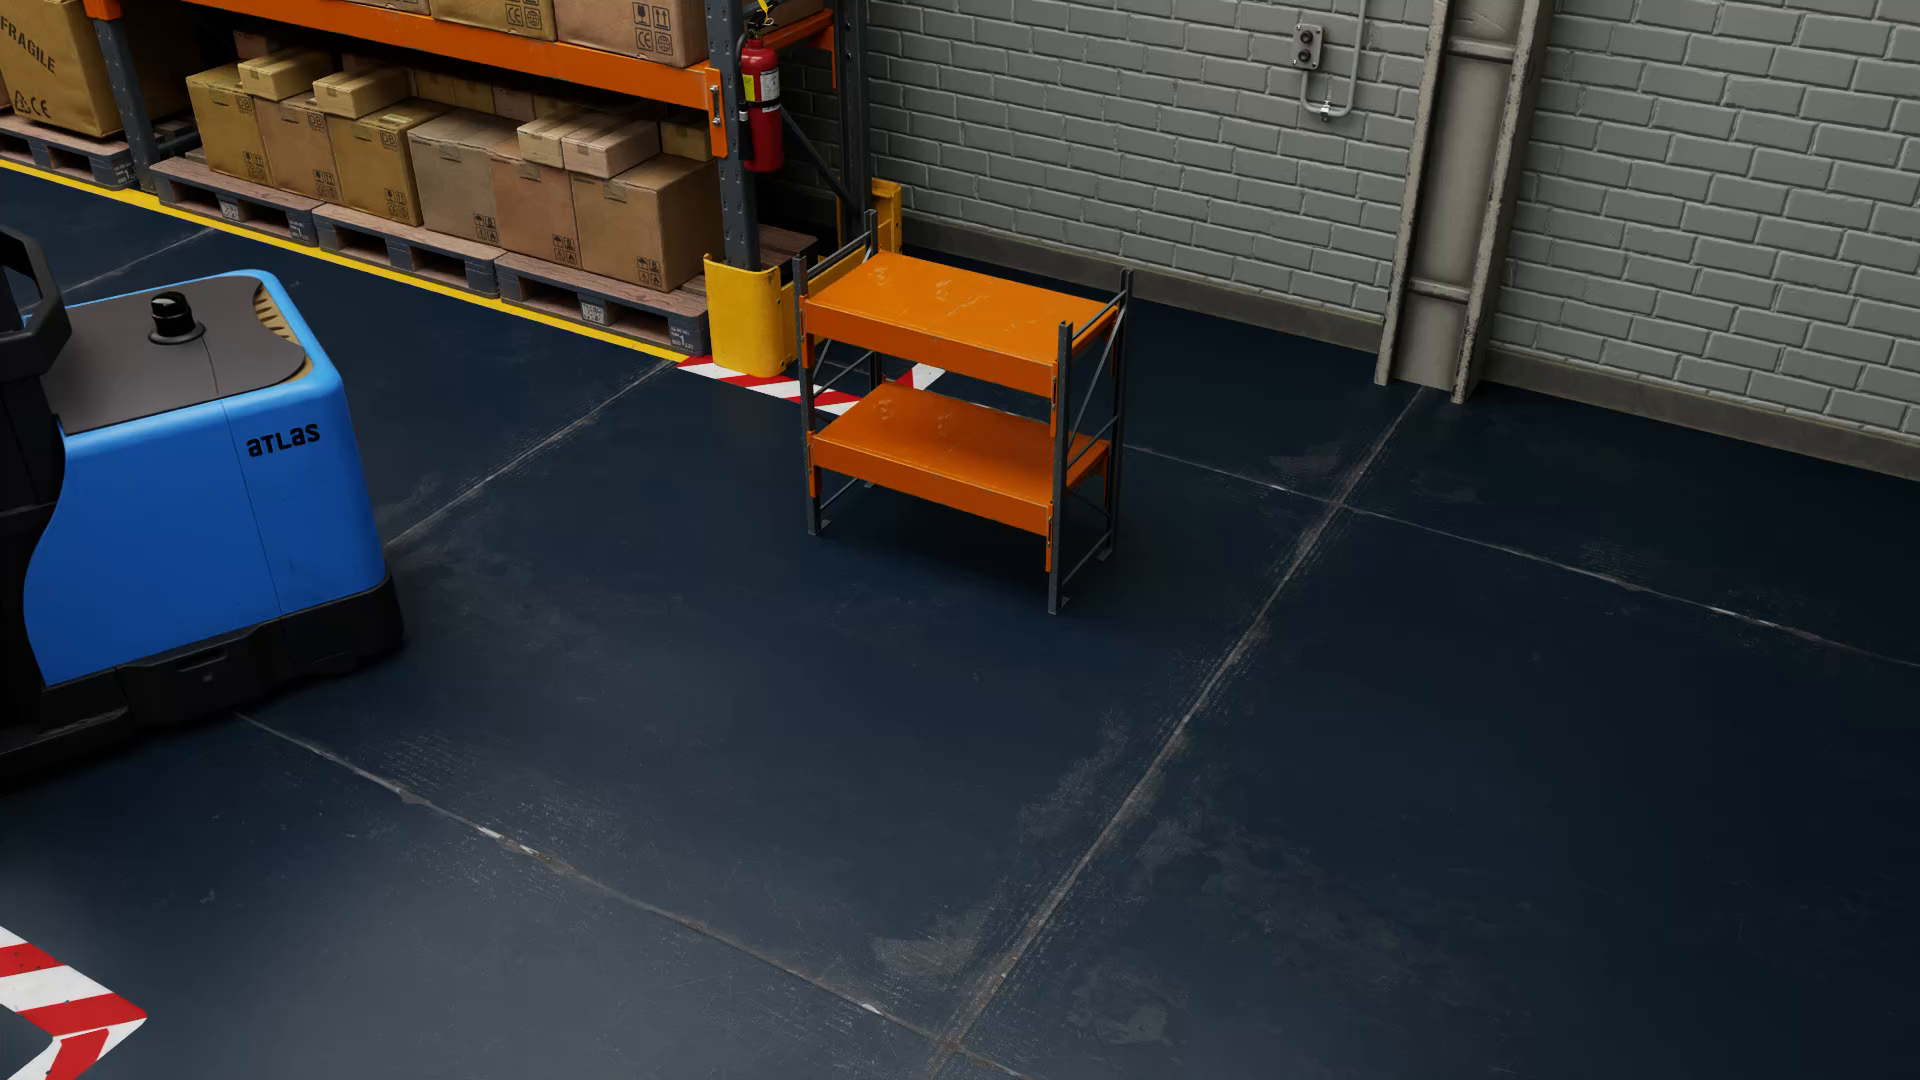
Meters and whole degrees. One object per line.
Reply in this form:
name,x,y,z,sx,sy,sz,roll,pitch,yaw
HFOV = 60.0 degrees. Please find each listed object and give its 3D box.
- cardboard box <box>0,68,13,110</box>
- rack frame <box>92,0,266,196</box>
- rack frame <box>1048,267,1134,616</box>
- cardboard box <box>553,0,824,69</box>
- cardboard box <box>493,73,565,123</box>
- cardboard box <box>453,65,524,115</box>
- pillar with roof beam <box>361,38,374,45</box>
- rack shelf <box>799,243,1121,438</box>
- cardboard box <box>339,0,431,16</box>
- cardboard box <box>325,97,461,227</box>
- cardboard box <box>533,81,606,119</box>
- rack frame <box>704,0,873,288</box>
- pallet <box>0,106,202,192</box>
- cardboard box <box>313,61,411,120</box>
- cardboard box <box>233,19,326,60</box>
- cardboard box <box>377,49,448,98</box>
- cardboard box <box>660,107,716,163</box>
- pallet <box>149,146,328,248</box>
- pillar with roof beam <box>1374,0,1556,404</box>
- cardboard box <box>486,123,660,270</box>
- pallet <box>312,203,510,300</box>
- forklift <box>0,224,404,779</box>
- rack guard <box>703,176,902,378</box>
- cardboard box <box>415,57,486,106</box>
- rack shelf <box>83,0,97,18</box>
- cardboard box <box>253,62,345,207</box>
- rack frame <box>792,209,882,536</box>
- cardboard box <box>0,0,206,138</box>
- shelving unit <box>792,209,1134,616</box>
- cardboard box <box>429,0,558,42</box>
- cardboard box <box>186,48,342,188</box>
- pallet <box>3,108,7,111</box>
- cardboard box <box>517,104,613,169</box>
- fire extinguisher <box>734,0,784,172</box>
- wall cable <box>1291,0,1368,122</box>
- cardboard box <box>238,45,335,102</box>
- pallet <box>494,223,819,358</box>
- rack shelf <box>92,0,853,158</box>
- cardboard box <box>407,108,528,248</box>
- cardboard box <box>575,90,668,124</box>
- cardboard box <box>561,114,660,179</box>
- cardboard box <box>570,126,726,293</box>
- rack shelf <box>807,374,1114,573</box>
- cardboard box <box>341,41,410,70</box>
cardboard box,-5.589,-3.022,9.643,0.750,0.750,0.750,19,38,26
rack frame,-4.187,-3.383,8.624,0.127,3.000,1.000,18,37,24
rack frame,0.447,-0.327,5.725,0.032,1.125,0.500,18,37,24
cardboard box,-1.162,-2.543,7.092,0.700,0.700,0.980,19,38,26
cardboard box,-2.042,-2.171,8.095,0.250,0.149,0.380,18,38,25
cardboard box,-2.265,-2.241,8.200,0.250,0.149,0.380,18,38,25
pillar with roof beam,-5.286,-4.032,4.186,0.400,9.000,9.100,18,37,24
rack shelf,0.006,-0.710,5.773,1.000,0.278,0.538,18,37,24
cardboard box,-2.456,-2.952,7.706,0.700,0.700,0.980,16,37,22
cardboard box,-2.710,-1.980,8.394,0.500,0.500,0.700,18,38,25
cardboard box,-1.821,-2.101,7.990,0.250,0.149,0.380,18,38,25
rack frame,-0.714,-2.283,6.972,0.127,3.000,1.000,18,37,24
pallet,-4.894,-2.398,9.661,1.213,0.211,1.003,18,37,24
cardboard box,-2.929,-2.207,8.149,0.250,0.149,0.380,16,37,23
cardboard box,-3.616,-2.668,8.841,0.250,0.149,0.380,17,37,24
cardboard box,-2.709,-2.382,8.411,0.250,0.149,0.380,18,38,25
cardboard box,-1.164,-1.893,7.678,0.250,0.149,0.380,18,38,25
pallet,-3.566,-1.975,9.026,1.213,0.211,1.003,18,37,24
pillar with roof beam,-0.077,-2.382,1.708,0.400,9.000,9.100,18,37,24
cardboard box,-1.806,-1.699,7.972,0.500,0.500,0.700,17,37,24
pallet,-2.502,-1.640,8.523,1.213,0.211,1.003,18,37,24
forklift,-3.413,-0.627,4.547,3.031,2.935,1.130,-19,38,-26
rack guard,-0.693,-1.236,7.655,0.348,0.500,1.175,18,37,24
cardboard box,-2.485,-2.311,8.305,0.250,0.149,0.380,17,37,24
rack shelf,-5.923,-3.633,9.649,4.000,0.370,1.077,18,37,24
cardboard box,-3.154,-2.122,8.607,0.500,0.500,0.700,17,37,24
rack frame,-0.435,-0.606,6.145,0.032,1.125,0.500,18,37,24
cardboard box,-4.816,-2.779,9.278,0.750,0.750,0.750,18,38,25
shelving unit,0.006,-0.466,5.935,1.048,1.125,0.538,18,37,24
cardboard box,-1.799,-2.738,7.384,0.700,0.700,0.980,17,37,24
cardboard box,-3.589,-2.262,8.817,0.500,0.500,0.700,18,38,25
pallet,-5.958,-2.733,10.164,1.213,0.211,1.003,18,37,24
cardboard box,-1.796,-1.849,7.612,0.250,0.149,0.380,19,38,26
fire extinguisher,-0.812,-1.832,6.701,0.183,0.674,0.296,18,37,24
wall cable,0.867,-2.809,6.845,1.851,1.984,0.084,18,37,24
cardboard box,-3.382,-2.350,8.364,0.250,0.149,0.380,19,38,26
pallet,-1.447,-1.304,8.018,1.213,0.211,1.003,18,37,24
rack shelf,-2.451,-2.533,7.997,4.000,0.370,1.077,18,37,24
cardboard box,-2.243,-1.837,8.179,0.500,0.500,0.700,16,37,23
cardboard box,-1.604,-2.032,7.887,0.250,0.149,0.380,18,38,25
cardboard box,-1.573,-1.779,7.507,0.250,0.149,0.380,17,37,24
cardboard box,-1.371,-1.561,7.765,0.500,0.500,0.700,18,37,24
rack shelf,0.006,-0.263,6.071,1.000,0.278,0.538,18,37,24
cardboard box,-2.928,-2.451,8.516,0.250,0.149,0.380,16,37,23
